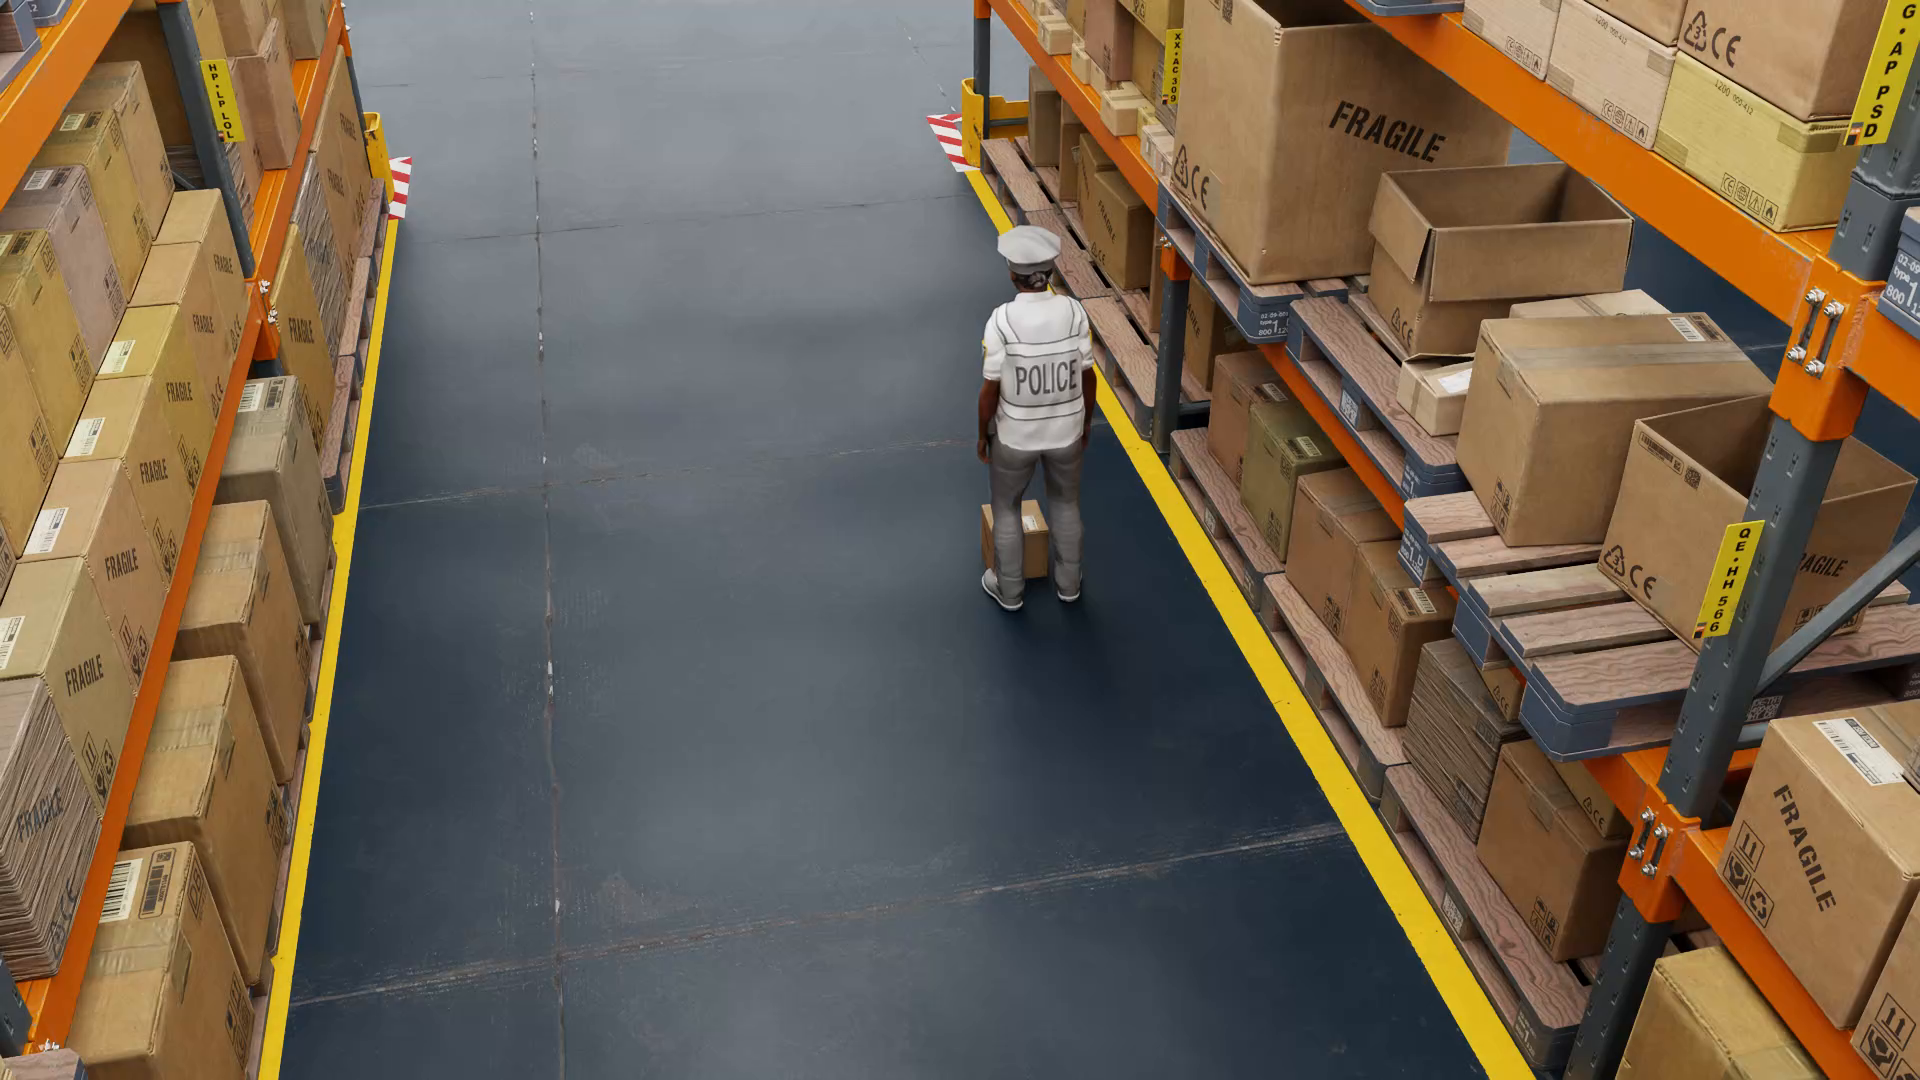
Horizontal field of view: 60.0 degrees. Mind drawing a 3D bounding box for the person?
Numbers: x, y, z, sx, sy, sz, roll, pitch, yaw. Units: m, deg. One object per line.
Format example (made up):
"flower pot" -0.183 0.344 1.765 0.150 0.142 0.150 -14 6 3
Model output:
"person" 0.303 -0.468 6.825 0.504 1.657 0.318 -8 35 -11
